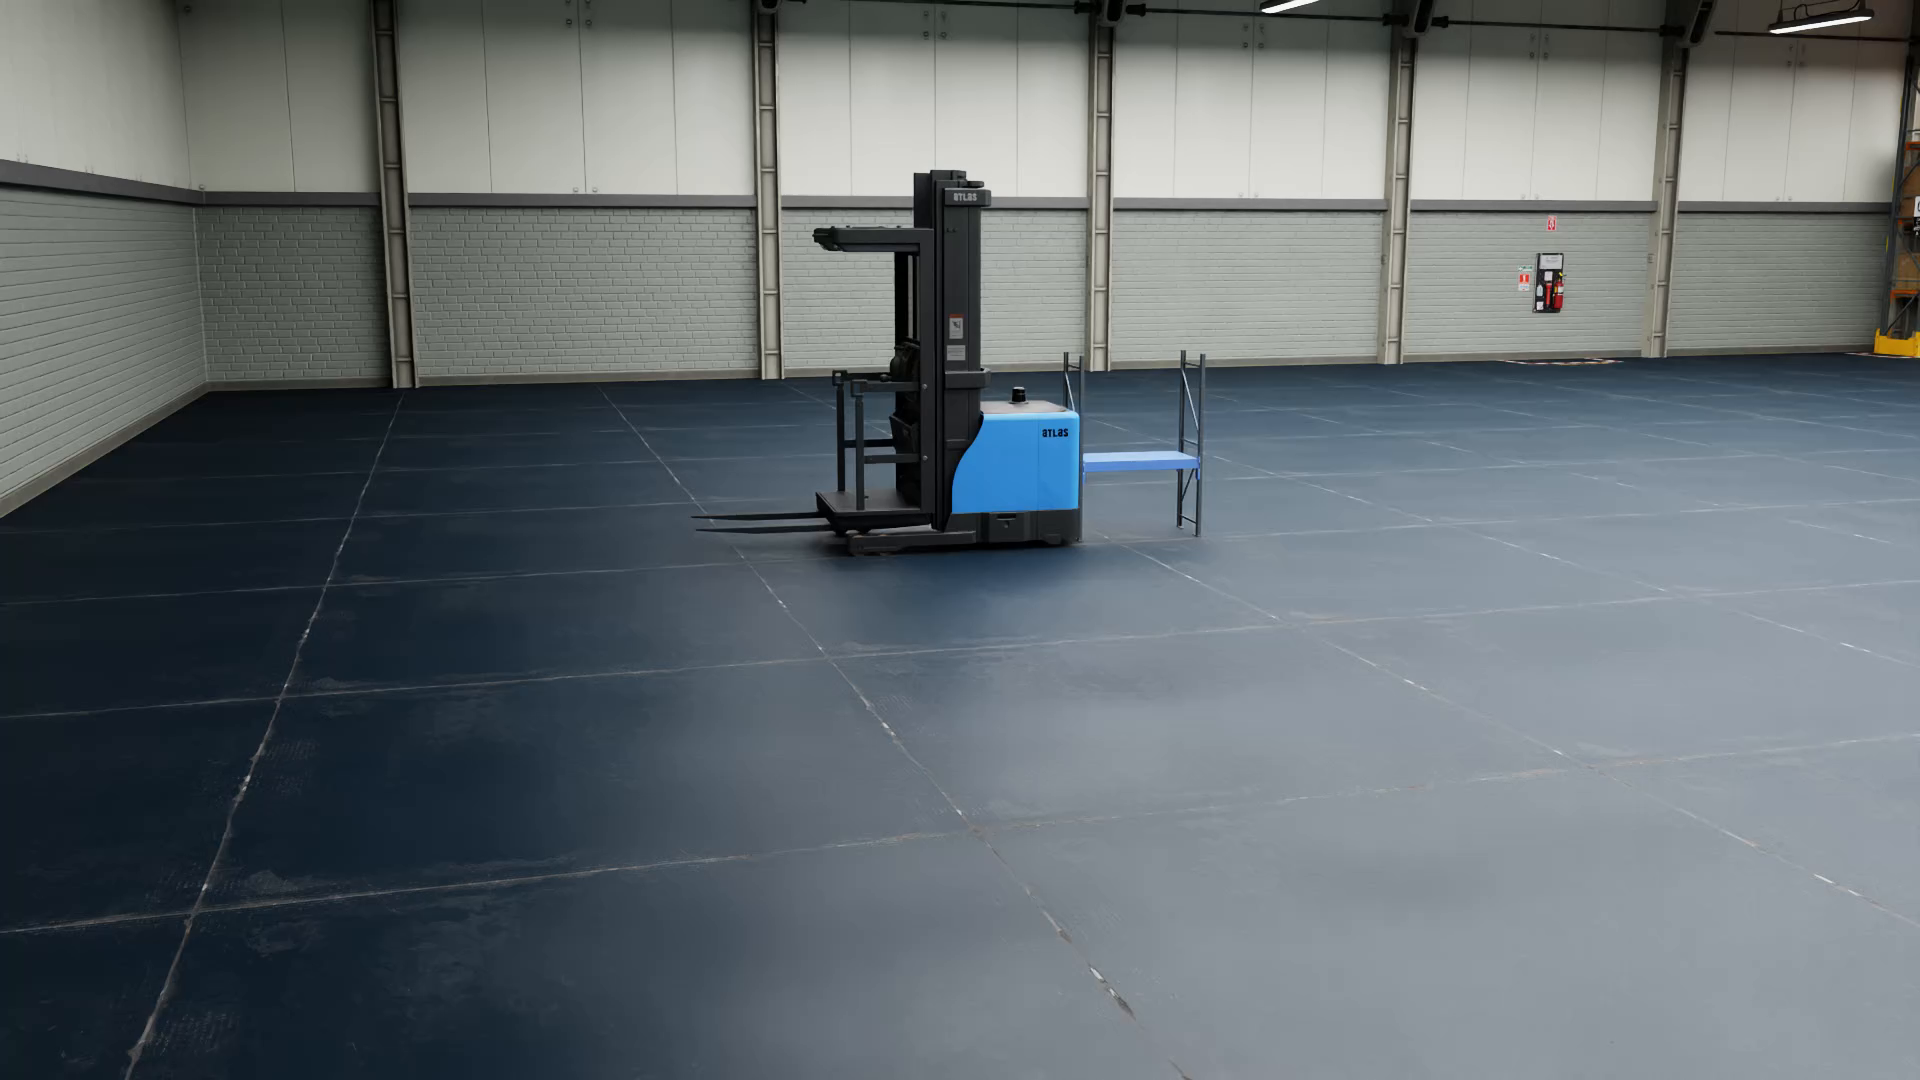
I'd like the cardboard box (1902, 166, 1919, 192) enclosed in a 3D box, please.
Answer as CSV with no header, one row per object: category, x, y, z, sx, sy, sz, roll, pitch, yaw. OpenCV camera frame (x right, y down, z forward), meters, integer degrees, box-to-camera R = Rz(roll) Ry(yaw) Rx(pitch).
cardboard box,19.702,-7.389,34.019,0.500,0.500,0.500,-3,11,-13

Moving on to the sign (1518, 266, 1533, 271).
sign,11.094,-5.326,32.630,0.331,0.109,0.001,-3,11,-16

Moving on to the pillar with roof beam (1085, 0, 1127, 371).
pillar with roof beam,3.712,-6.772,25.479,0.548,9.000,9.100,-3,11,-16

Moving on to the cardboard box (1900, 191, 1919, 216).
cardboard box,19.691,-6.895,34.098,0.500,0.500,0.500,-2,11,-12

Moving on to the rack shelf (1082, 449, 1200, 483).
rack shelf,1.418,-0.611,13.717,1.000,0.185,0.538,-2,11,-12

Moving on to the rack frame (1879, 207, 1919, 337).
rack frame,19.361,-5.295,34.026,0.127,3.000,1.000,-3,11,-16

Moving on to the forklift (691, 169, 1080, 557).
forklift,-0.616,-1.417,13.147,3.031,2.935,1.130,-2,11,-12

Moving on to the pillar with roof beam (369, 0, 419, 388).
pillar with roof beam,-7.810,-6.165,22.181,0.548,9.000,9.100,-3,11,-16

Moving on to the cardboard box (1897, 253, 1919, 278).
cardboard box,19.754,-5.661,34.300,0.500,0.500,0.500,-3,11,-17

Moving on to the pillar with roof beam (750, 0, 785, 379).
pillar with roof beam,-2.049,-6.469,23.830,0.548,9.000,9.100,-3,11,-16

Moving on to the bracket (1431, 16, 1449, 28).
bracket,8.767,-9.554,30.647,0.430,0.232,0.235,-3,11,-16

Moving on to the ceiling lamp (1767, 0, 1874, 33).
ceiling lamp,14.000,-10.062,27.225,0.800,3.185,2.000,-3,11,-16

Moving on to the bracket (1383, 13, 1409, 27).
bracket,7.970,-9.512,30.418,0.430,0.232,0.235,-3,11,-16

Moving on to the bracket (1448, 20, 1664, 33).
bracket,11.241,-9.684,31.355,4.783,0.066,0.076,-3,11,-16

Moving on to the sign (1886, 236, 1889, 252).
sign,19.225,-6.118,34.422,0.005,0.325,0.100,-3,11,-16

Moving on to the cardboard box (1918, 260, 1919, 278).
cardboard box,19.903,-5.572,33.818,0.500,0.500,0.500,-3,11,-16

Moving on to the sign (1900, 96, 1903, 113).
sign,19.225,-8.881,33.914,0.005,0.325,0.100,-3,11,-16

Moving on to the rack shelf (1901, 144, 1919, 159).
rack shelf,21.281,-7.992,34.098,4.000,0.370,1.077,-3,11,-16

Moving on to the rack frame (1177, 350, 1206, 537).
rack frame,1.914,-0.808,13.793,0.032,1.500,0.500,-2,11,-12

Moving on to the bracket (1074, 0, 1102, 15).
bracket,2.209,-9.208,28.769,0.430,0.232,0.235,-3,11,-16

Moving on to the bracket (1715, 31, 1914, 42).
bracket,17.002,-9.988,33.004,4.783,0.066,0.076,-3,11,-16

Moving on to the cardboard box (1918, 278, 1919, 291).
cardboard box,19.918,-5.201,33.872,0.500,0.250,0.500,-3,11,-18

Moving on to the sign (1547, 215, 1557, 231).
sign,11.611,-6.216,32.625,0.199,0.298,0.001,-3,11,-16

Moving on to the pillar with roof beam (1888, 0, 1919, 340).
pillar with roof beam,20.995,-7.683,30.427,0.548,9.000,9.100,-3,11,-16

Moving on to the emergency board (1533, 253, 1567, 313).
emergency board,11.647,-5.059,32.743,0.643,1.169,0.194,-3,11,-16

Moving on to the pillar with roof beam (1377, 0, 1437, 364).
pillar with roof beam,9.473,-7.076,27.129,0.548,9.000,9.100,-3,11,-16

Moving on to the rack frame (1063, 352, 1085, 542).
rack frame,0.922,-0.768,13.576,0.032,1.500,0.500,-2,11,-12

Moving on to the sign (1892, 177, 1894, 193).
sign,19.225,-7.304,34.204,0.005,0.325,0.100,-3,11,-16

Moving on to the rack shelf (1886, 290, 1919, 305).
rack shelf,21.281,-5.043,34.641,4.000,0.370,1.077,-3,11,-16

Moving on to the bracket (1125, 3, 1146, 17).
bracket,3.006,-9.250,28.997,0.430,0.232,0.235,-3,11,-16

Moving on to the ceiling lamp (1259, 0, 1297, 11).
ceiling lamp,4.830,-9.599,24.596,0.800,3.144,2.000,-3,11,-16

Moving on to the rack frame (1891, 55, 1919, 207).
rack frame,19.361,-8.246,33.483,0.127,3.000,1.000,-3,11,-16

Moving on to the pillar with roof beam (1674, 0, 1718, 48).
pillar with roof beam,15.287,-10.303,28.053,0.548,2.987,8.718,-3,11,-16

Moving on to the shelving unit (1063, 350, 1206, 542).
shelving unit,1.418,-0.788,13.685,1.048,1.500,0.538,-2,11,-12

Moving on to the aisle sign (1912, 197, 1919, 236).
aisle sign,19.376,-6.518,33.488,0.004,0.787,0.394,-3,11,-16

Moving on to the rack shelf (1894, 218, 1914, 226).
rack shelf,21.281,-6.518,34.370,4.000,0.370,1.077,-3,11,-16

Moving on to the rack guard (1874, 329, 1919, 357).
rack guard,19.434,-4.070,34.273,0.348,0.500,1.175,-3,11,-16

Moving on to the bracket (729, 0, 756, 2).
bracket,-3.551,-8.905,27.120,0.430,0.232,0.235,-3,11,-16

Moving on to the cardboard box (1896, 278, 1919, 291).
cardboard box,19.756,-5.289,34.350,0.500,0.250,0.500,-3,11,-15
